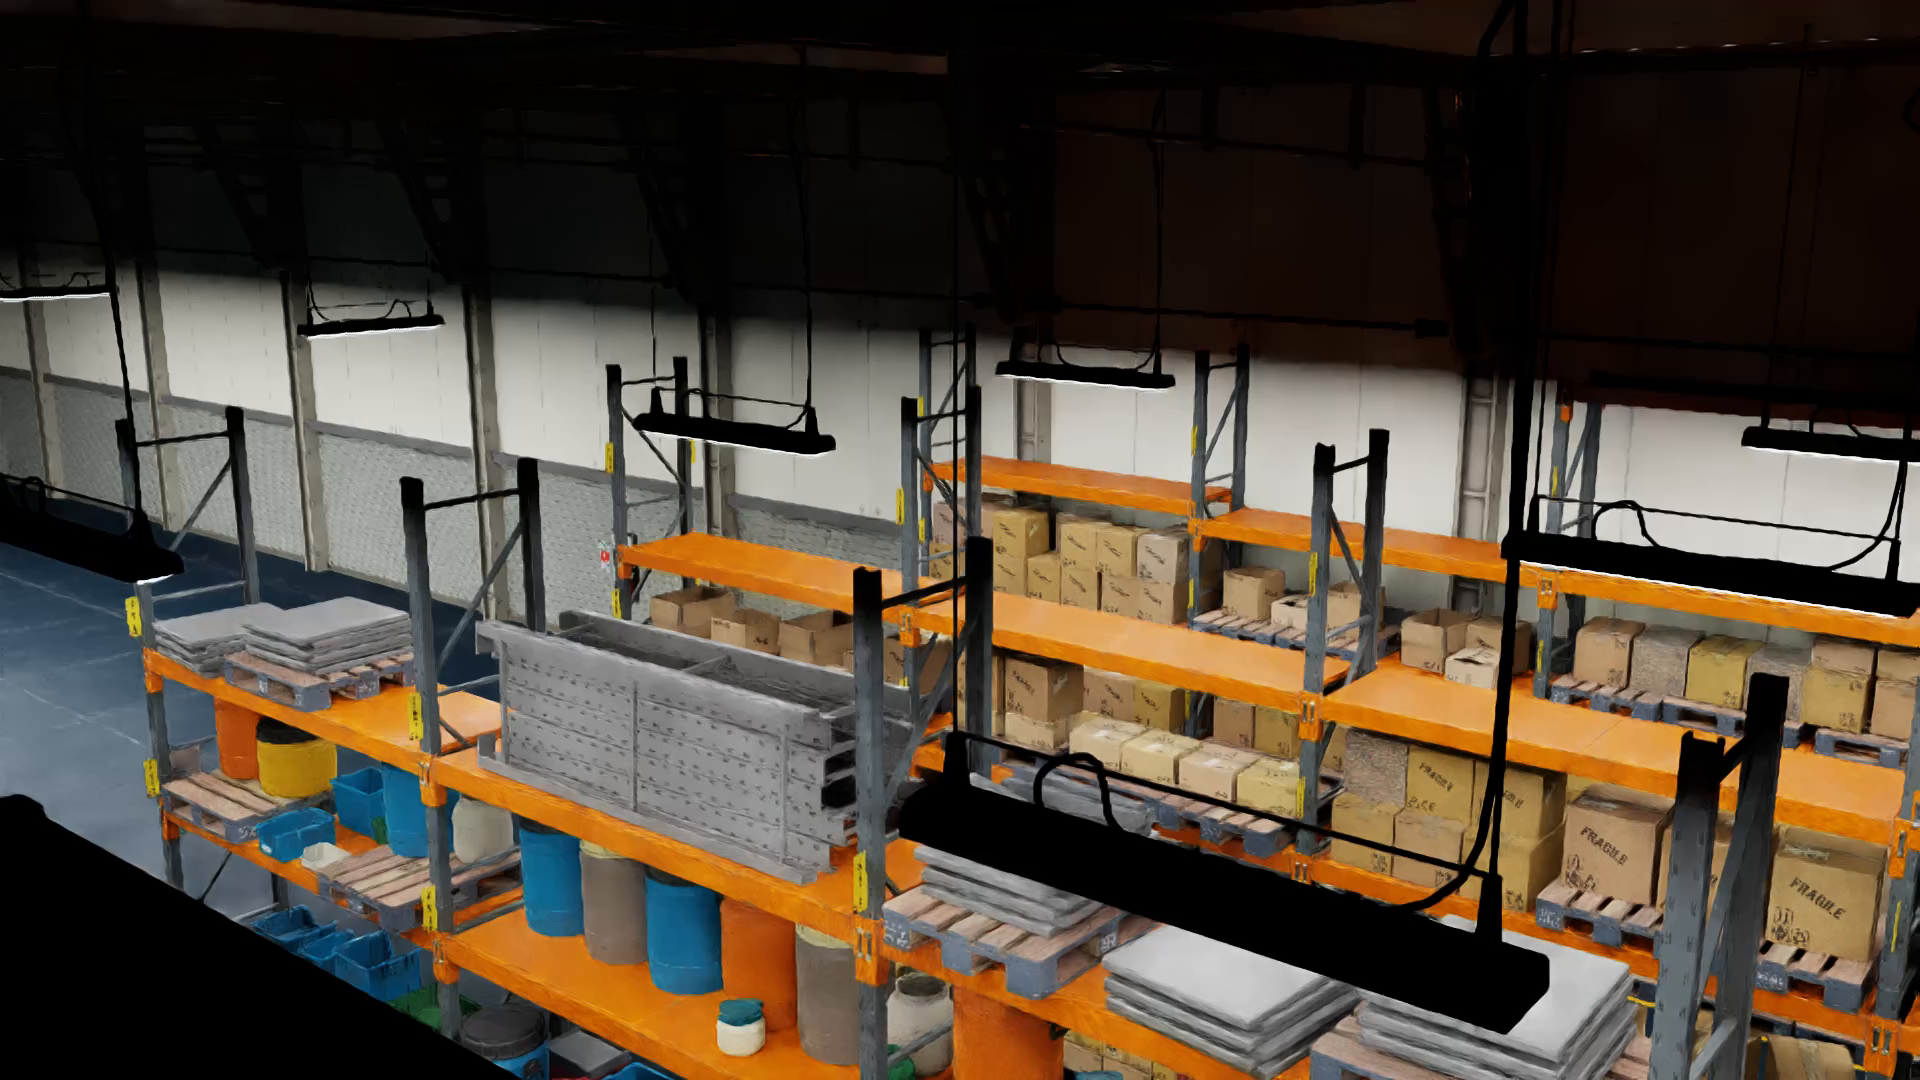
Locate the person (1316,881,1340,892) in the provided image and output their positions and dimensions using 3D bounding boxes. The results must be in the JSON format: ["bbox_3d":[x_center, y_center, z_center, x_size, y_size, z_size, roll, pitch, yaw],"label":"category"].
[{"bbox_3d":[3.455,3.886,15.373,0.512,1.632,0.639,9,16,36],"label":"person"}]
